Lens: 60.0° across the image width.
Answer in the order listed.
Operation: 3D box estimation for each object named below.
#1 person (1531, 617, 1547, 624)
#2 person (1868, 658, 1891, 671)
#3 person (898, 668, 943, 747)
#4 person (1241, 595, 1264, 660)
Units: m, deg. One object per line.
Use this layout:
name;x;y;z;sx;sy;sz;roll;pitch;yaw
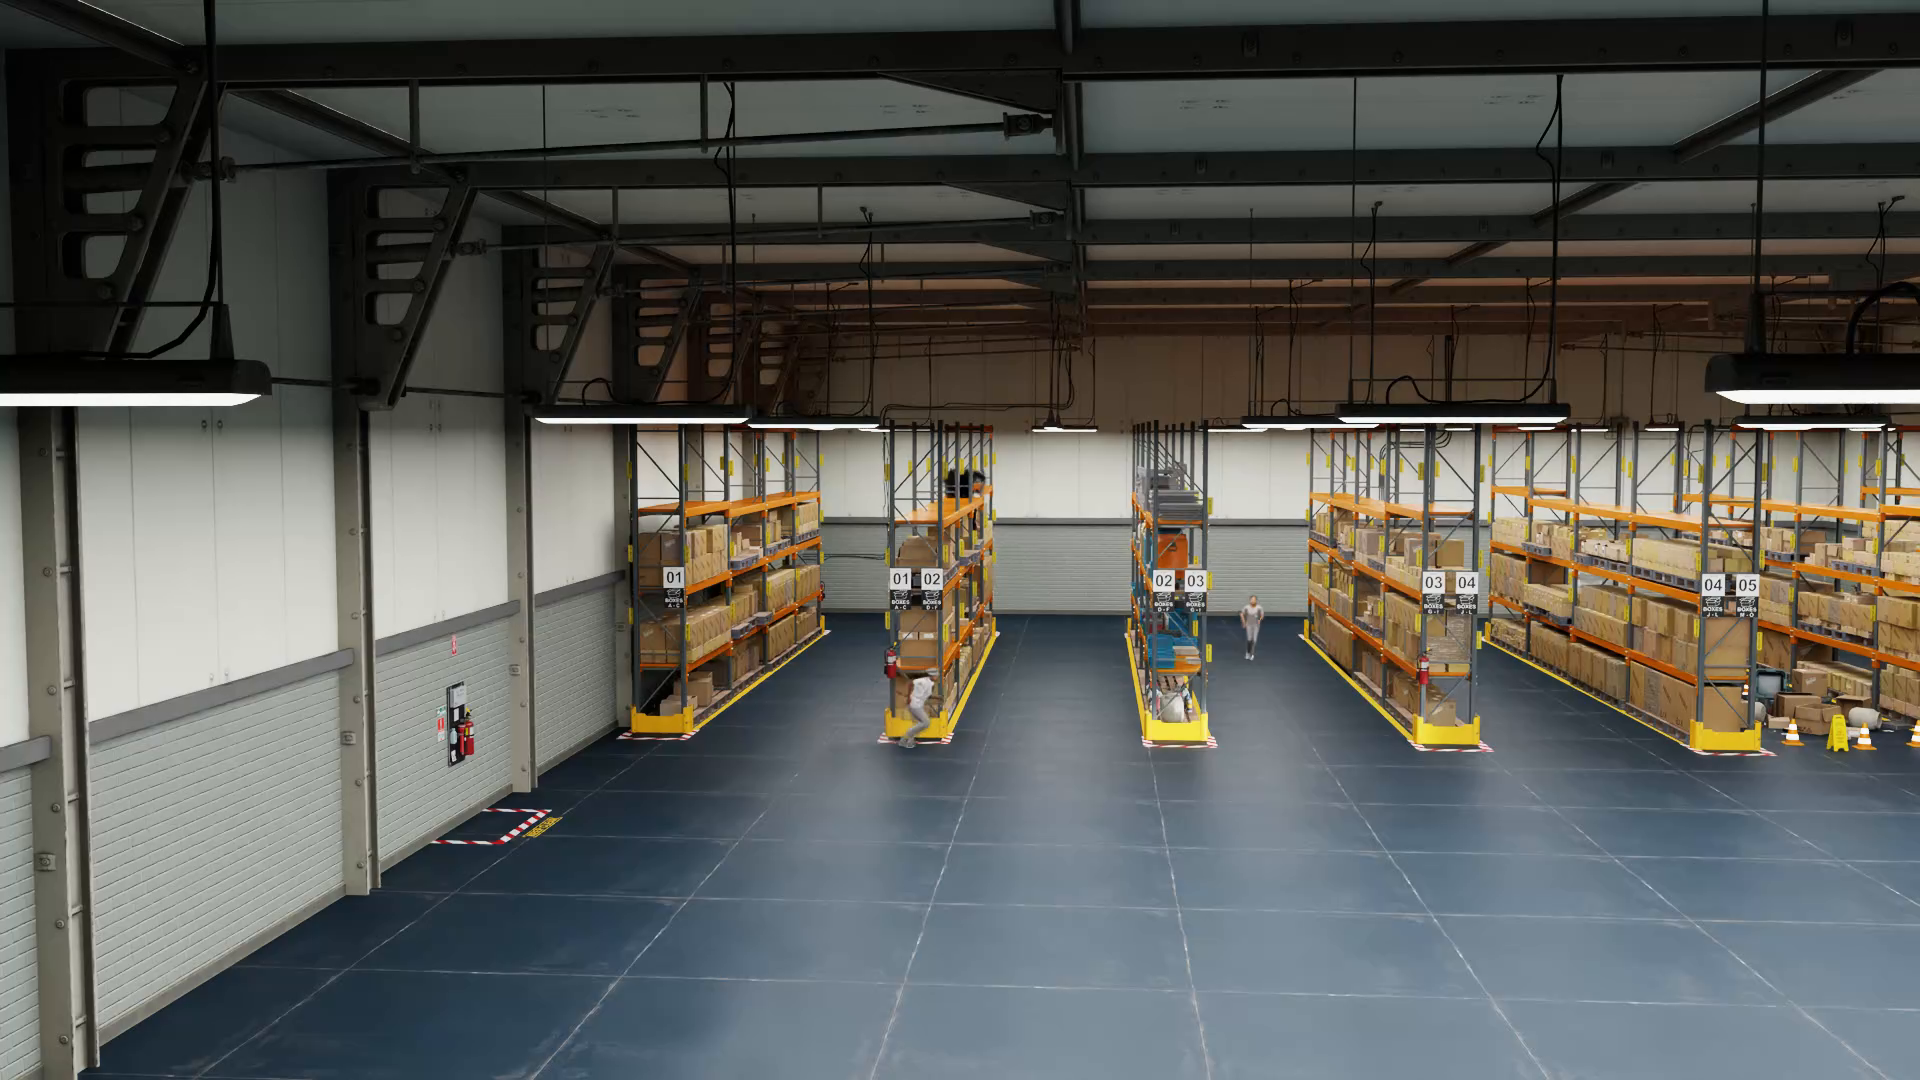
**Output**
person;16.913;1.778;48.492;0.759;1.827;0.680;-1;4;-15
person;21.887;2.408;39.490;0.607;1.614;0.861;0;4;-2
person;-0.735;3.062;30.230;0.869;1.491;0.604;1;4;19
person;7.443;2.223;42.231;0.558;1.648;0.639;0;4;0
